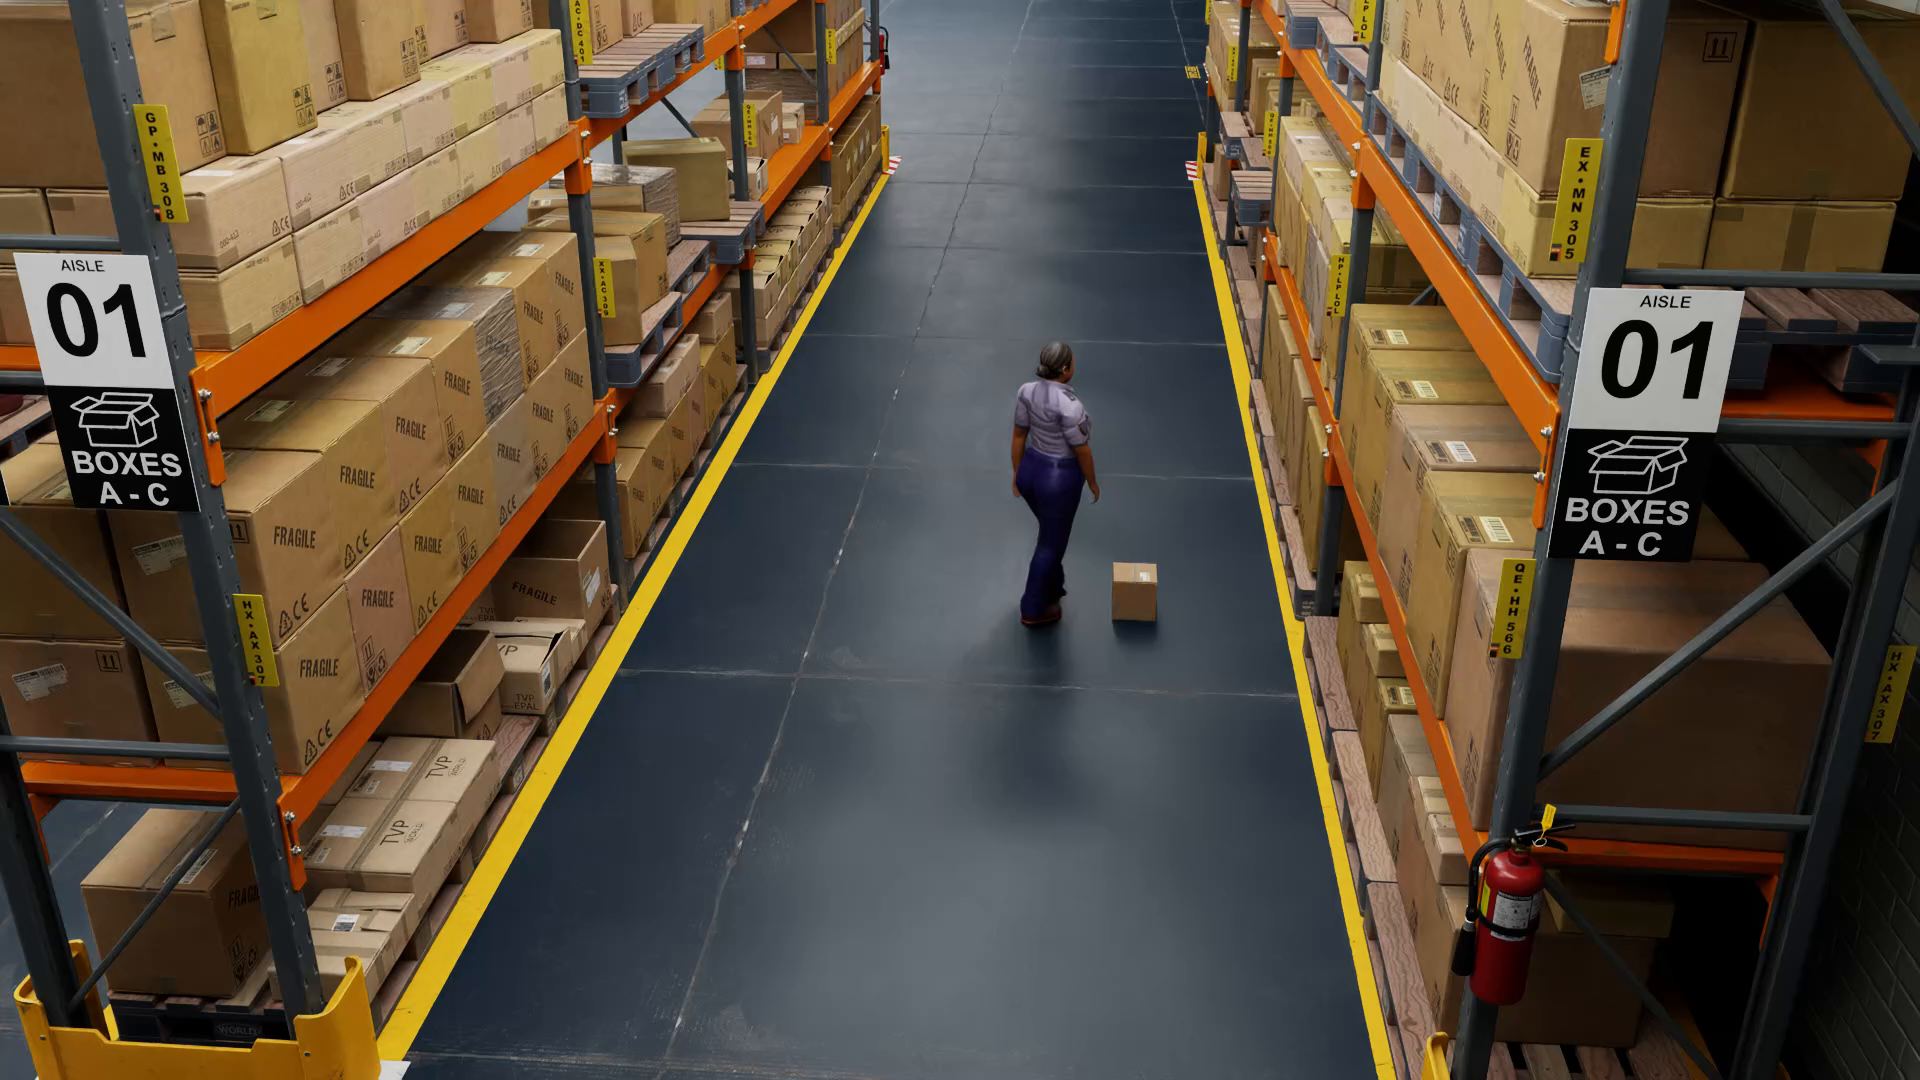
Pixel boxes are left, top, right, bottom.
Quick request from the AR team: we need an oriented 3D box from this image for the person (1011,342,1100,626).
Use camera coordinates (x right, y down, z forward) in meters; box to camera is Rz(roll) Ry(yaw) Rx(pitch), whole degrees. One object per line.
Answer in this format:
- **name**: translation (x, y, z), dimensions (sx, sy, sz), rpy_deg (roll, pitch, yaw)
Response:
- **person**: translation (0.546, -0.290, 9.335), dimensions (0.569, 1.710, 0.517), rpy_deg (-17, 30, -33)
